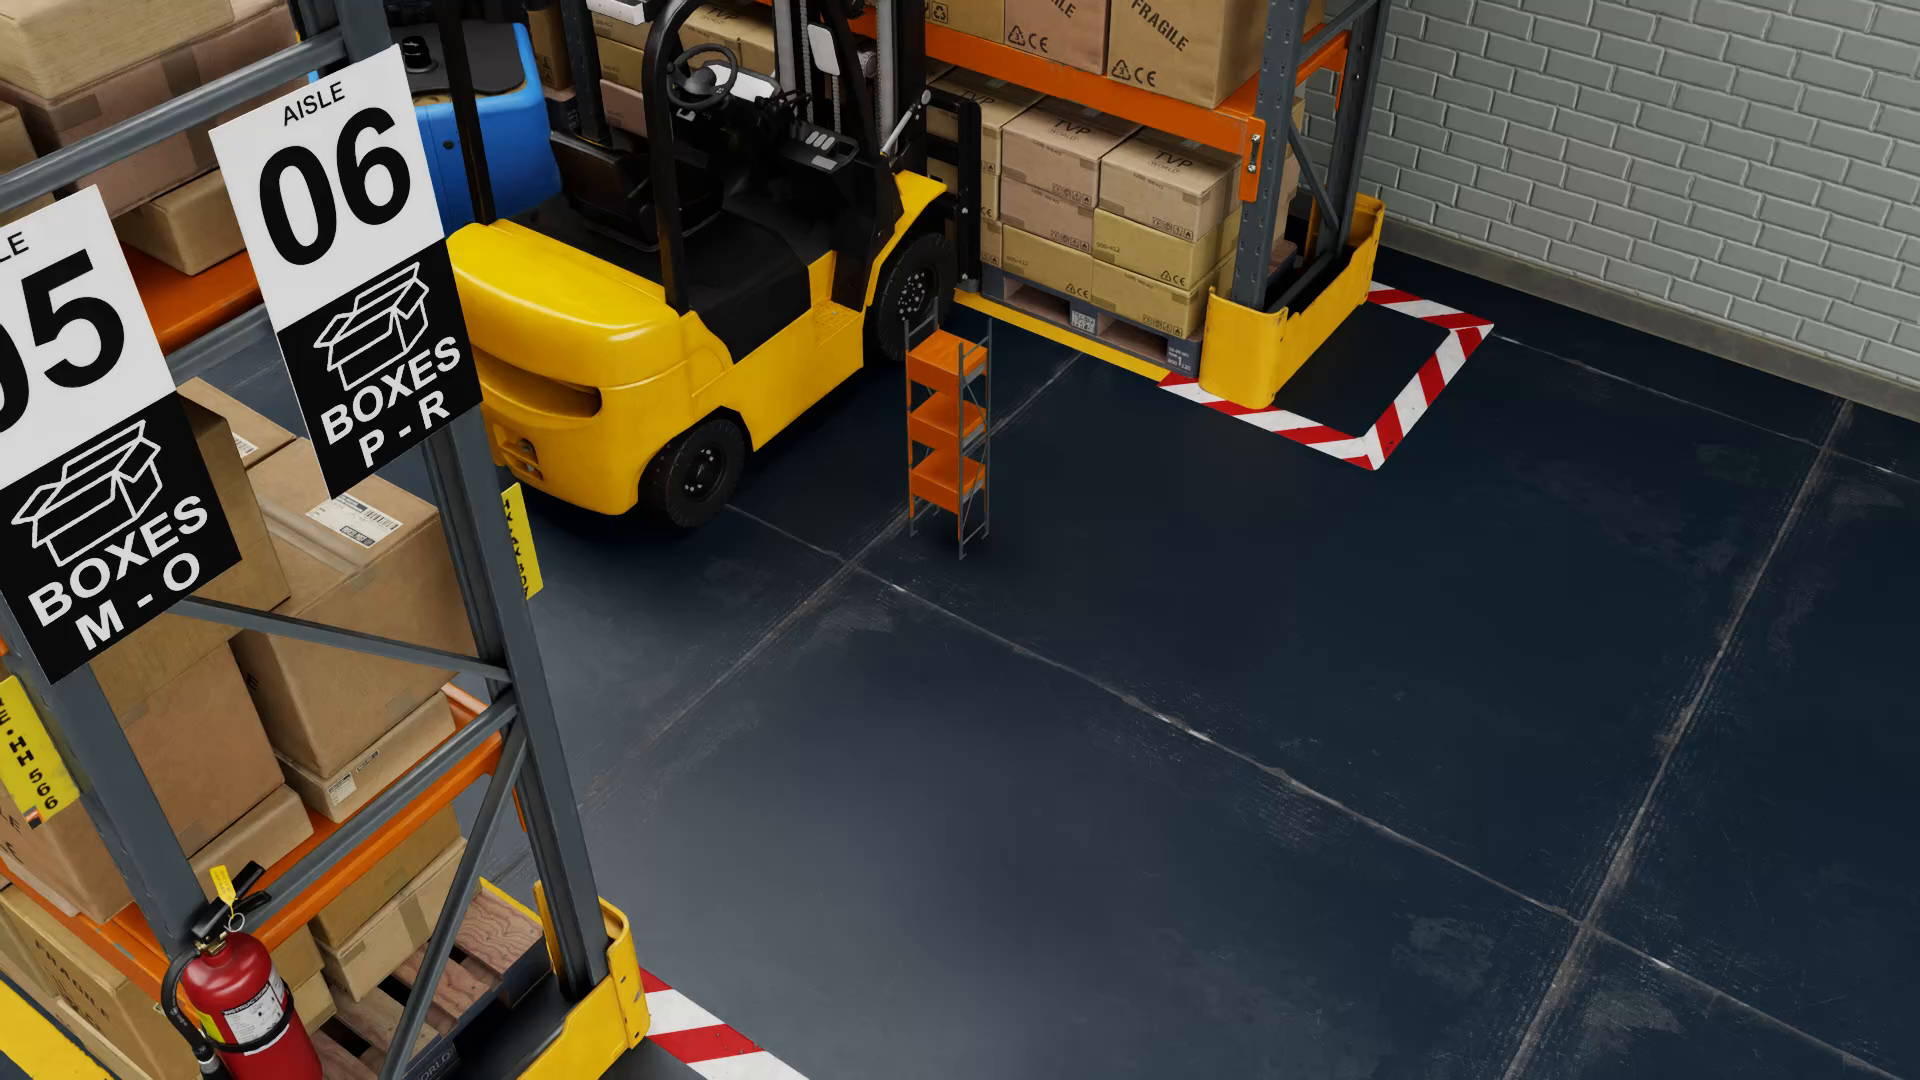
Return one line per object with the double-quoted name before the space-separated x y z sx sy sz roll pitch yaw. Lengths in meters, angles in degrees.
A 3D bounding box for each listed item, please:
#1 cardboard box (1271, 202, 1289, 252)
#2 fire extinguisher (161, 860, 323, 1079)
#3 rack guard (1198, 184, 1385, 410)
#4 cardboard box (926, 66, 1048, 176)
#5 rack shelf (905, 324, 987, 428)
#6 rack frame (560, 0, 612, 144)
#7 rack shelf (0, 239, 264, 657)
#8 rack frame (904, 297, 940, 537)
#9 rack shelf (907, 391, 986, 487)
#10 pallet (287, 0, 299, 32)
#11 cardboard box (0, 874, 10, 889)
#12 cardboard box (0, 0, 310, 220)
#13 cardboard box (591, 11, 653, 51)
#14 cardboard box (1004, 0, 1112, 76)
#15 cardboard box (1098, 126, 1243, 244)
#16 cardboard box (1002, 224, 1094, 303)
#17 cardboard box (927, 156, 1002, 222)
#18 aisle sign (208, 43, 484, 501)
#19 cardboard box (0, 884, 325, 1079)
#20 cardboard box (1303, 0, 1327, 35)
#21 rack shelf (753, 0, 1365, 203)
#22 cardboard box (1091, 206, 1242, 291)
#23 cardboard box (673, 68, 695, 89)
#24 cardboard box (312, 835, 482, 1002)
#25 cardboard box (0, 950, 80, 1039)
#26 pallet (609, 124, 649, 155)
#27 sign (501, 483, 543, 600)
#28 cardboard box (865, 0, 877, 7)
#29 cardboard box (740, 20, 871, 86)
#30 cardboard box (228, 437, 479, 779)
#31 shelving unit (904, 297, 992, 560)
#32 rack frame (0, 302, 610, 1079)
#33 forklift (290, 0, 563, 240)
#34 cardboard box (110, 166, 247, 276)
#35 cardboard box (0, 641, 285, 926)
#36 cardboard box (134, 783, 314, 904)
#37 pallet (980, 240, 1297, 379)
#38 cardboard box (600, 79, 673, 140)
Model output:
"cardboard box" 1.221 -1.501 7.925 0.500 0.250 0.500 25 48 25
"fire extinguisher" -1.507 0.961 3.485 0.183 0.674 0.296 25 48 25
"rack guard" 1.530 -1.134 7.642 0.348 0.500 1.175 25 48 25
"cardboard box" 0.114 -1.965 7.694 0.500 0.250 0.500 26 48 26
"rack shelf" -0.044 -0.615 6.241 0.240 0.259 0.215 25 48 25
"rack frame" -1.764 -3.606 8.531 0.127 3.000 1.000 25 48 25
"rack shelf" -2.974 -0.979 3.884 4.000 0.370 1.077 25 48 25
"rack frame" -0.144 -0.458 6.475 0.008 1.050 0.200 25 48 25
"rack shelf" -0.044 -0.404 6.430 0.240 0.259 0.215 25 48 25
"pallet" -3.393 -3.294 10.273 1.213 0.211 1.003 25 48 25
"cardboard box" -2.481 0.715 4.399 0.250 0.149 0.380 26 48 26
"cardboard box" -1.595 -0.874 3.117 0.500 0.250 0.500 24 47 25
"cardboard box" -1.548 -2.754 8.576 0.500 0.250 0.500 24 47 25
"cardboard box" 0.537 -2.361 7.064 0.500 0.500 0.500 27 48 27
"cardboard box" 0.955 -1.585 7.269 0.500 0.250 0.500 27 48 27
"cardboard box" 0.543 -1.409 7.823 0.500 0.250 0.500 25 48 25
"cardboard box" 0.093 -1.793 7.876 0.500 0.250 0.500 24 47 24
"aisle sign" -1.108 -0.478 3.085 0.004 0.787 0.394 25 48 25
"cardboard box" -2.142 1.061 4.499 0.500 0.500 0.500 25 48 26
"cardboard box" 1.264 -2.453 7.167 0.500 0.500 0.500 27 48 27
"rack shelf" -0.127 -2.572 7.915 4.000 0.370 1.077 25 48 25
"cardboard box" 0.933 -1.408 7.447 0.500 0.250 0.500 24 47 25
"cardboard box" -1.132 -2.379 8.531 0.500 0.250 0.500 25 47 25
"cardboard box" -1.838 1.045 5.080 0.500 0.250 0.500 25 47 25
"cardboard box" -2.572 1.140 4.974 0.500 0.250 0.500 25 48 25
"pallet" -1.137 -2.240 9.095 1.213 0.211 1.003 25 48 25
"sign" -1.025 0.018 3.831 0.005 0.325 0.100 25 48 25
"cardboard box" -0.300 -2.743 7.491 0.500 0.500 0.500 25 48 26
"cardboard box" -0.722 -2.368 8.145 0.500 0.250 0.500 27 48 27
"cardboard box" -1.565 0.156 4.028 0.500 0.500 0.500 24 47 25
"shelving unit" -0.044 -0.412 6.423 0.252 1.050 0.215 25 48 25
"rack frame" -1.336 0.637 3.789 0.127 3.000 1.000 25 48 25
"forklift" -2.760 -3.109 8.027 1.130 2.935 3.031 -12 43 -13
"cardboard box" -1.422 -0.692 3.212 0.250 0.149 0.380 25 48 25
"cardboard box" -1.939 0.431 3.721 0.500 0.500 0.500 24 47 25
"cardboard box" -1.765 0.704 3.902 0.250 0.149 0.380 27 48 27
"pallet" 0.860 -1.305 8.050 1.213 0.211 1.003 25 48 25
"cardboard box" -1.558 -2.372 8.898 0.500 0.250 0.500 26 48 26
